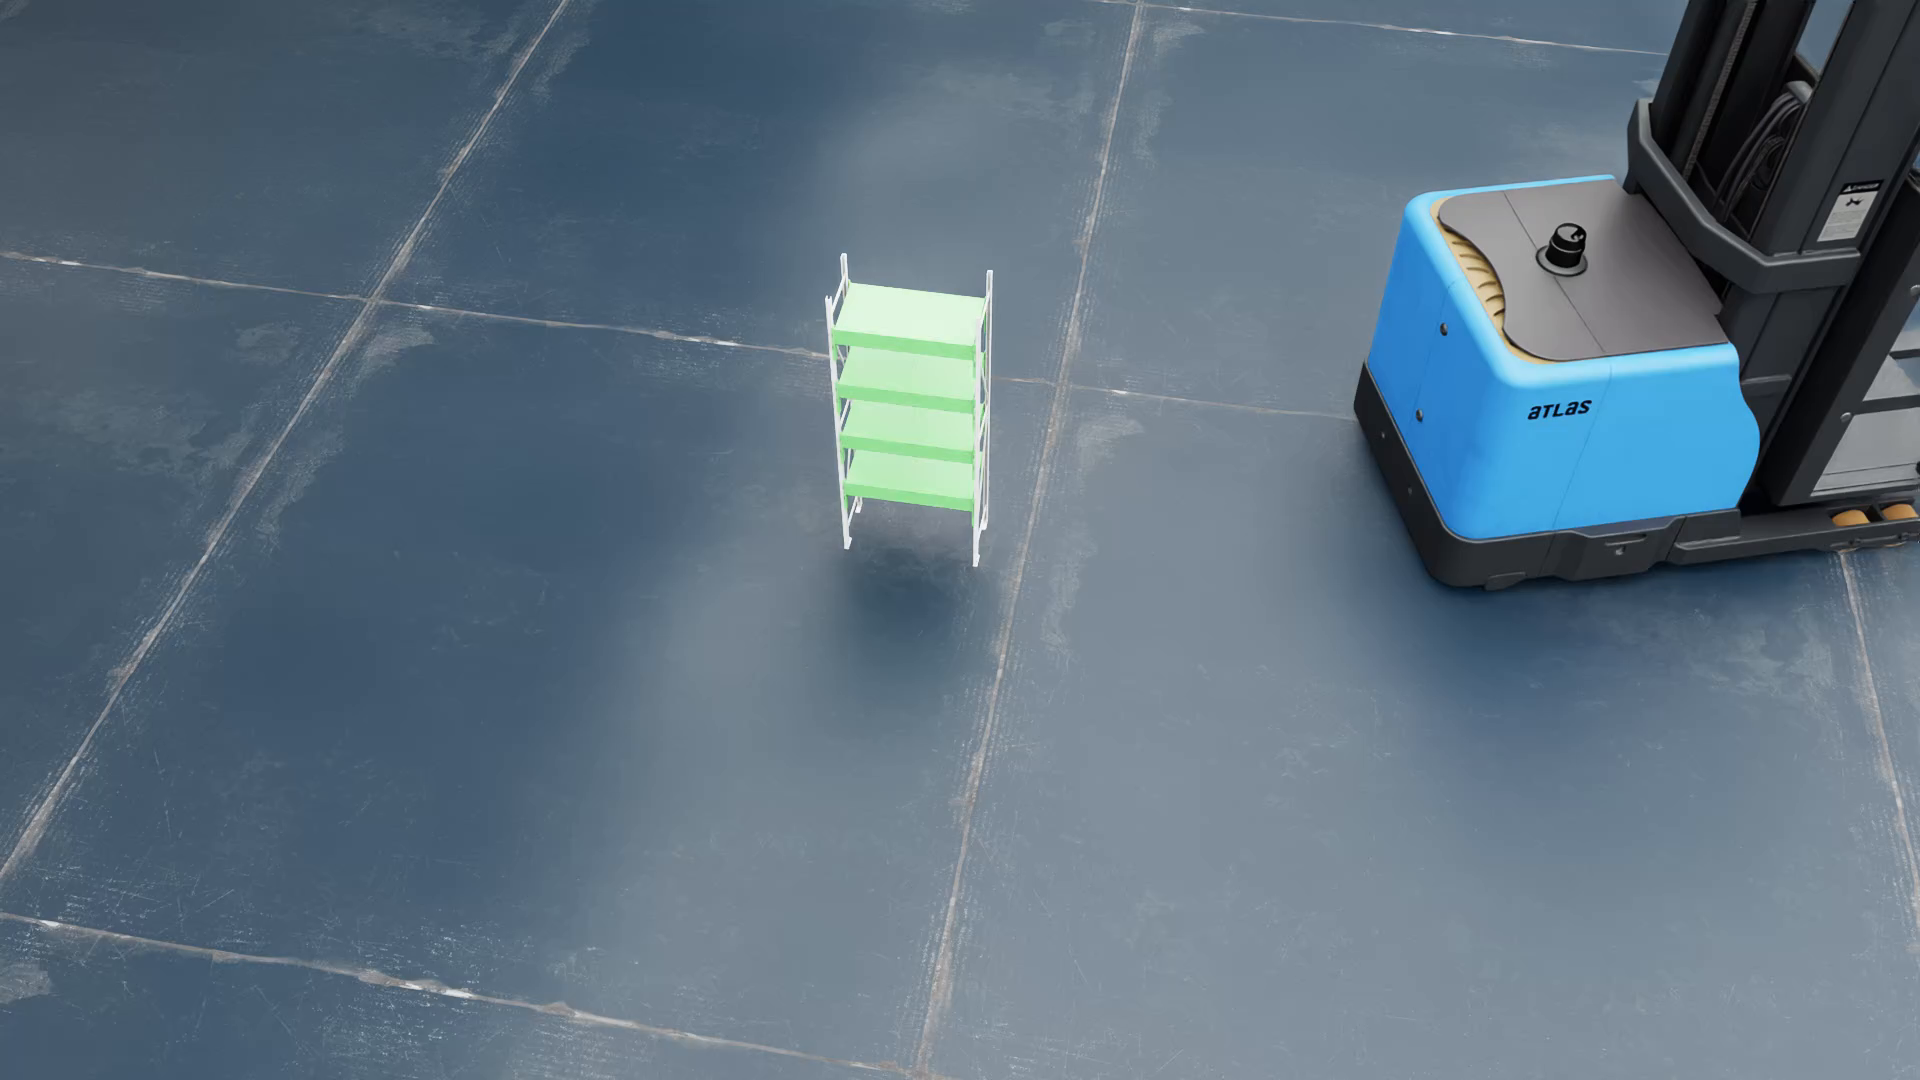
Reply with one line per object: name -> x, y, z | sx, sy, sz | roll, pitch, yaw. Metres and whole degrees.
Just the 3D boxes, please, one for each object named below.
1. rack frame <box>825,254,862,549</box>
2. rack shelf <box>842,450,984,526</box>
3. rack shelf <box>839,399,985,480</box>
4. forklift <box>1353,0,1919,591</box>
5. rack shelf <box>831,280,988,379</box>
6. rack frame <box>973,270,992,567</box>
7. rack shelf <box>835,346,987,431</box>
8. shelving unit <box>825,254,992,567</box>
rack frame -> -0.403, -0.455, 5.852 | 0.015, 1.200, 0.240 | 8, 49, 7
rack shelf -> -0.163, -0.220, 6.049 | 0.480, 0.148, 0.258 | 8, 49, 7
rack shelf -> -0.163, -0.380, 5.871 | 0.480, 0.148, 0.258 | 8, 49, 7
forklift -> 3.131, -1.316, 5.462 | 3.031, 2.935, 1.130 | -7, 48, -6
rack shelf -> -0.163, -0.701, 5.514 | 0.480, 0.148, 0.258 | 8, 49, 7
rack frame -> 0.077, -0.391, 5.794 | 0.015, 1.200, 0.240 | 8, 49, 7
rack shelf -> -0.163, -0.541, 5.692 | 0.480, 0.148, 0.258 | 8, 49, 7
shelving unit -> -0.163, -0.423, 5.823 | 0.503, 1.200, 0.258 | 8, 49, 7
